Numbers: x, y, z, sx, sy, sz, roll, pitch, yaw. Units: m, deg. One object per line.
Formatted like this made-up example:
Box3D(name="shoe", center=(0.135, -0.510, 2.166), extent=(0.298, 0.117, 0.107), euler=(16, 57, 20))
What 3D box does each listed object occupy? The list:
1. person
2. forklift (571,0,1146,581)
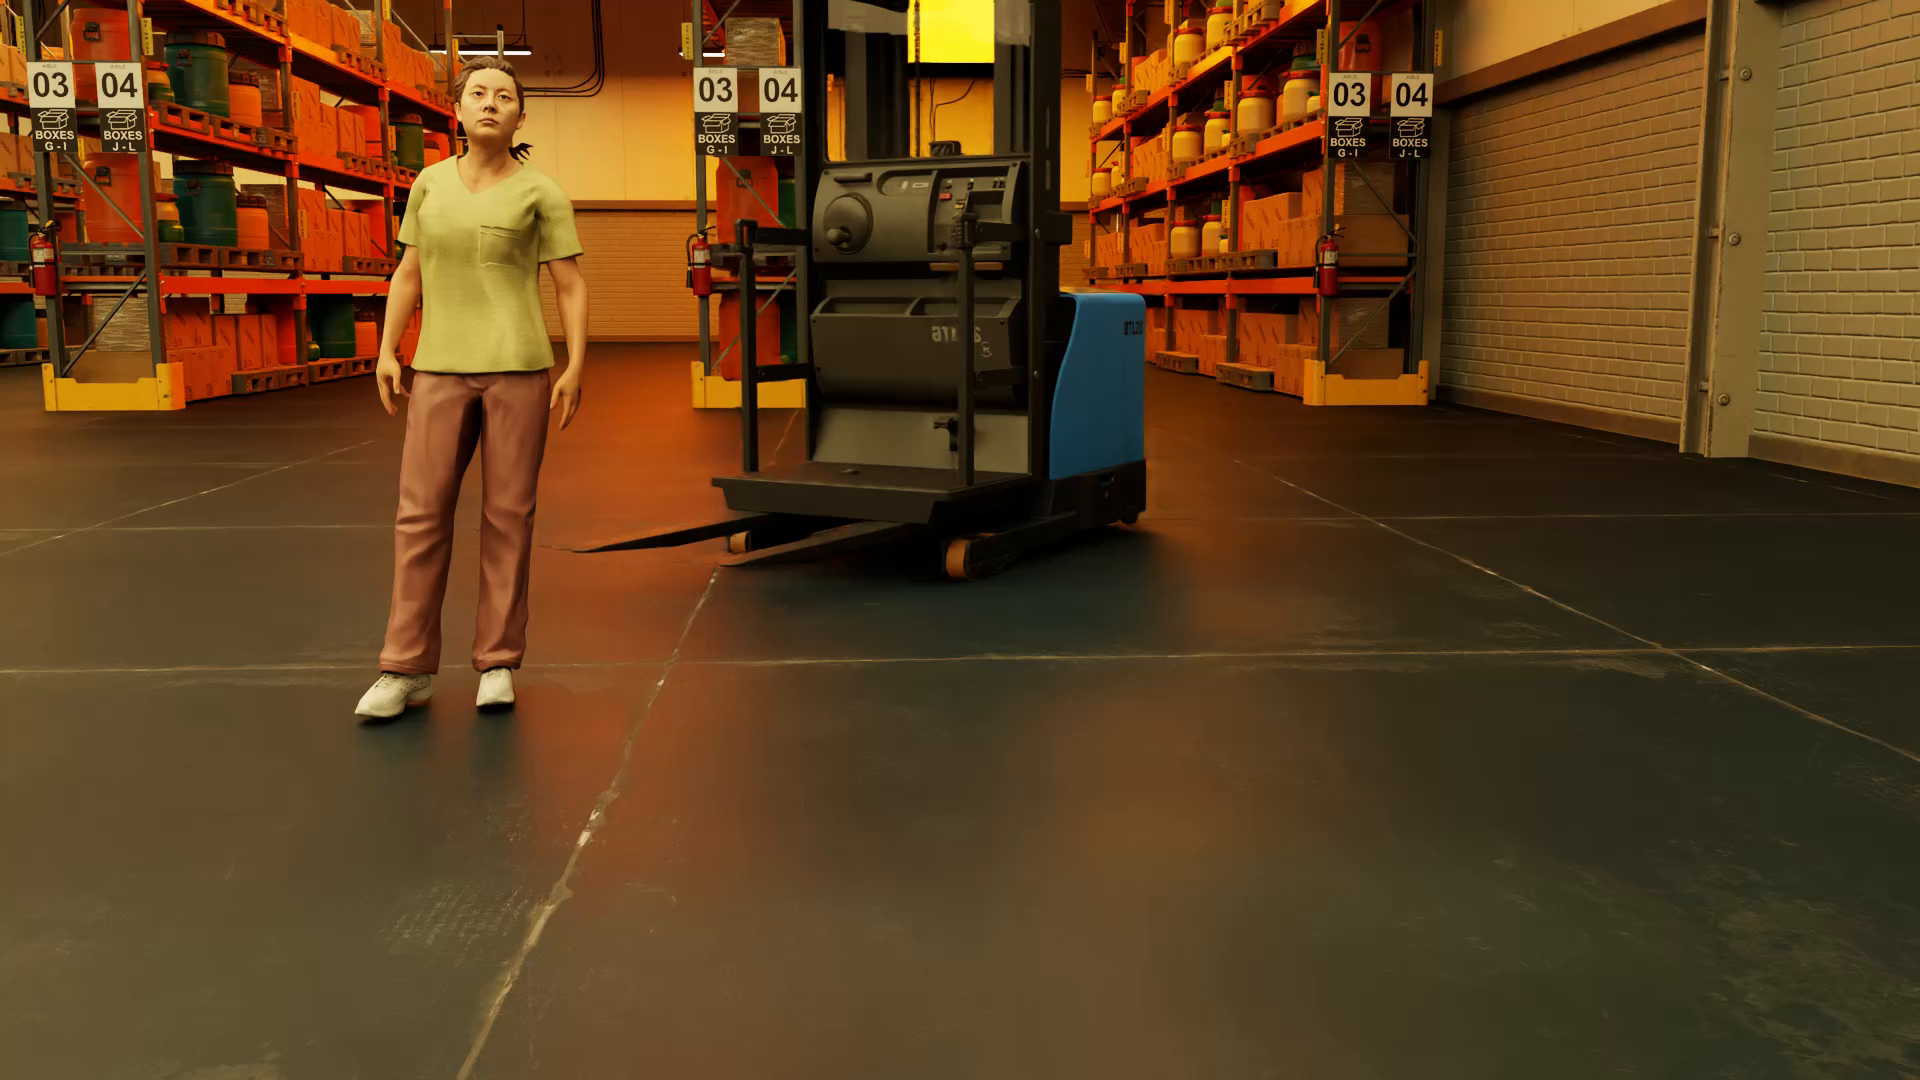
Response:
Box3D(name="person", center=(-1.256, -0.408, 4.302), extent=(0.554, 1.673, 0.548), euler=(0, 8, -2))
Box3D(name="forklift", center=(-0.284, -1.368, 6.541), extent=(1.130, 2.935, 3.031), euler=(5, 10, 28))
